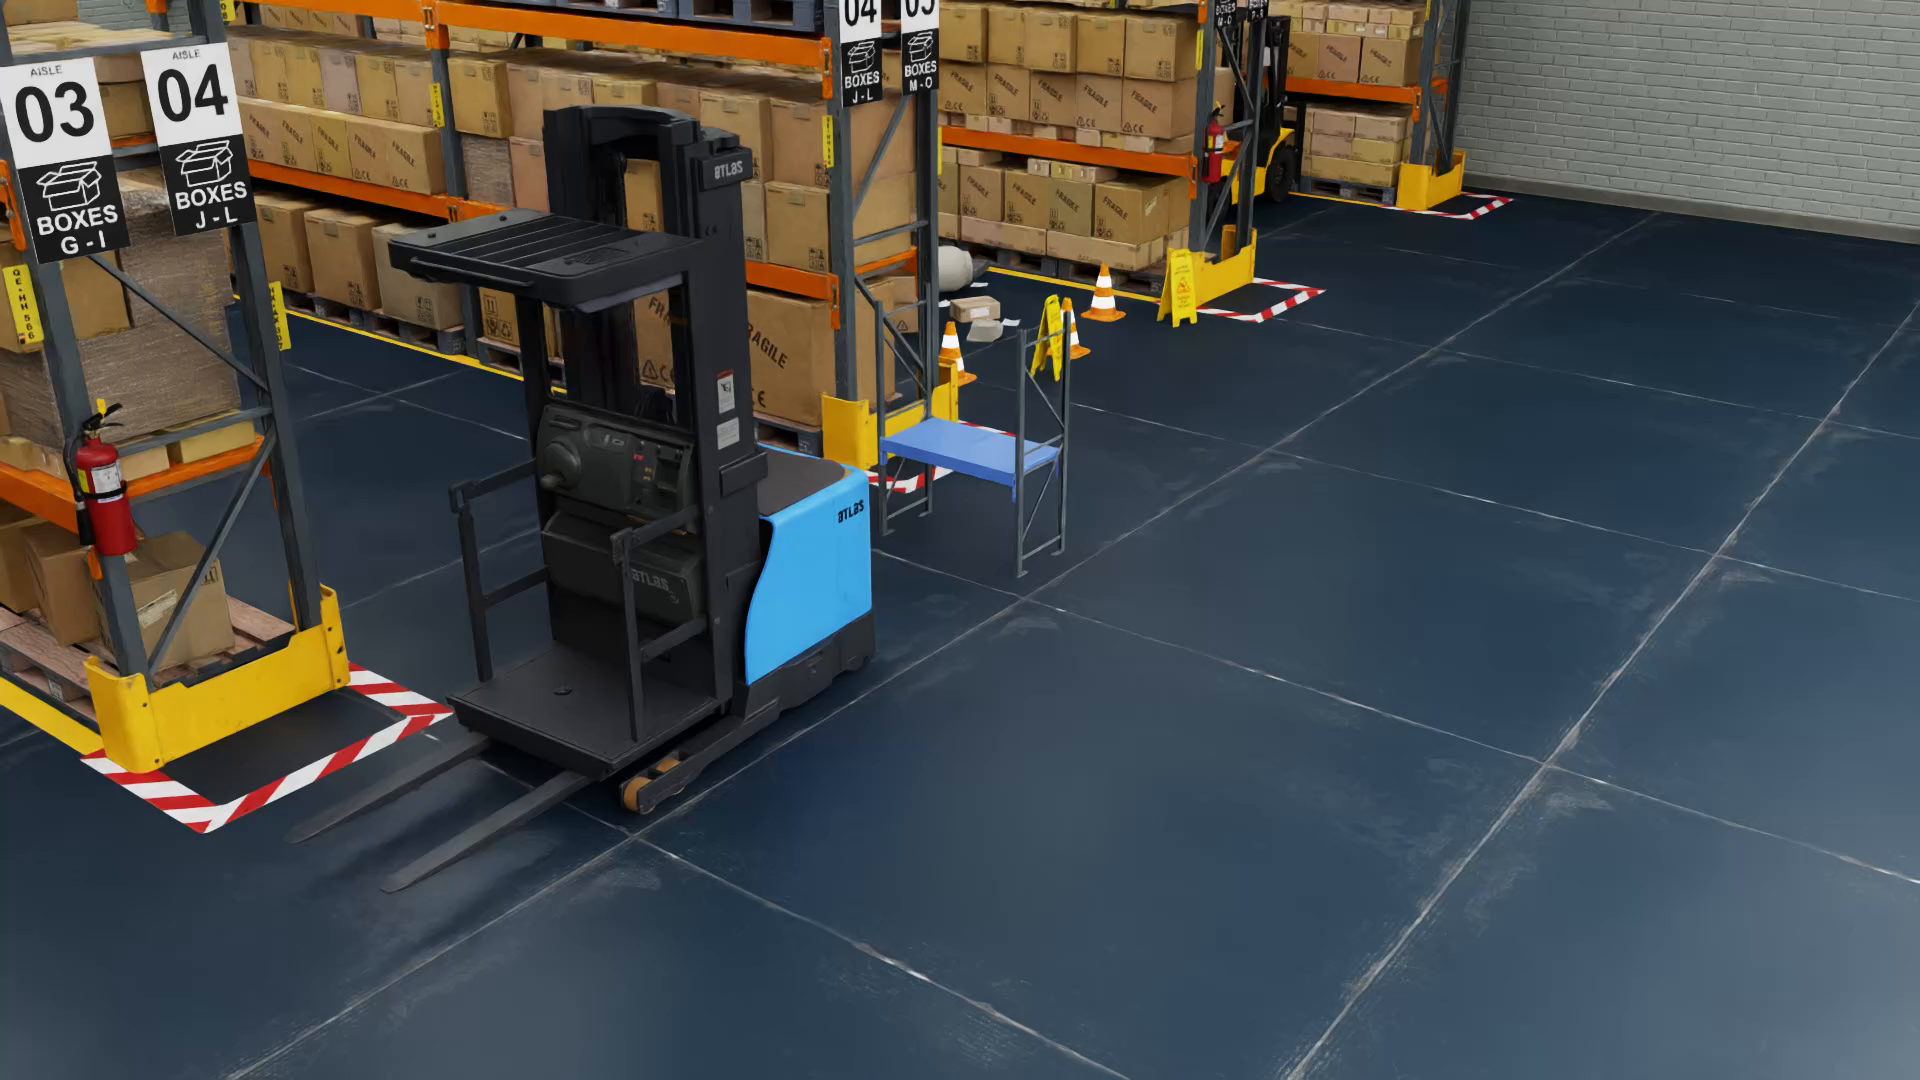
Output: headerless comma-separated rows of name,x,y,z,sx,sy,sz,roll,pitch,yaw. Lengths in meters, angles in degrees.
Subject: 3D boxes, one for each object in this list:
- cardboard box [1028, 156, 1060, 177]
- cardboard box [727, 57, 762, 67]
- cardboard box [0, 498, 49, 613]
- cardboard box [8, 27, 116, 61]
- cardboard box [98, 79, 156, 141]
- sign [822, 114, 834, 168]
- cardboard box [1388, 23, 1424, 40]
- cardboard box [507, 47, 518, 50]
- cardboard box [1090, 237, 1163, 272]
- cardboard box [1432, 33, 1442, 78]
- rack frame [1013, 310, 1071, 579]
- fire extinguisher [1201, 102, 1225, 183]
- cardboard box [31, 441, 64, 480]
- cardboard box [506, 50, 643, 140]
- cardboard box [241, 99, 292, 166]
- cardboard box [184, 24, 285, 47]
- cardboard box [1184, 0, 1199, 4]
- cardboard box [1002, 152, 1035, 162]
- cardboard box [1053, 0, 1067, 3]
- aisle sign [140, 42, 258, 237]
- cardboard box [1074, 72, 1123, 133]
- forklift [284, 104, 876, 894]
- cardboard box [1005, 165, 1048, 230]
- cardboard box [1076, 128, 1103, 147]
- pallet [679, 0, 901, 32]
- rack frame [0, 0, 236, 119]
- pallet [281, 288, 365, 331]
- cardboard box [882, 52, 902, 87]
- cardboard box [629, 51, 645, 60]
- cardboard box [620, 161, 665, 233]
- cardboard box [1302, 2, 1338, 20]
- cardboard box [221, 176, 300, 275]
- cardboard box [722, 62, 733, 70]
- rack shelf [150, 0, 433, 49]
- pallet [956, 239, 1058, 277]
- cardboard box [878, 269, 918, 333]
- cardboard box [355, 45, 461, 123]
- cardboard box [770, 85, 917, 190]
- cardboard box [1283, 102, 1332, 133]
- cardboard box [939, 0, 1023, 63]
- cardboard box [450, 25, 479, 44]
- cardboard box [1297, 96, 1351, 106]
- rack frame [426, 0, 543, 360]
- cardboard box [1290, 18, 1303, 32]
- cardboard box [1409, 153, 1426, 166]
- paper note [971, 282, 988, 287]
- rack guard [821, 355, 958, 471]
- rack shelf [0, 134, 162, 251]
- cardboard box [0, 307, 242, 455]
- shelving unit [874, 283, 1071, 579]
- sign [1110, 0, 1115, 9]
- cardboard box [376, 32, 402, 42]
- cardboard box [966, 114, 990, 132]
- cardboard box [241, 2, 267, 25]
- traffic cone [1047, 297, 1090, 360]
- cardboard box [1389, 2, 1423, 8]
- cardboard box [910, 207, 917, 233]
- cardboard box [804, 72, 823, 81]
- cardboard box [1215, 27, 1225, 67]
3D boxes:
cardboard box,0.851,-3.555,15.752,0.250,0.149,0.380,18,30,35
cardboard box,-2.123,-5.303,17.552,0.500,0.500,0.500,18,29,35
cardboard box,-5.030,0.024,9.055,0.500,0.500,0.500,20,31,38
cardboard box,-4.059,-2.224,7.548,0.250,0.149,0.380,16,29,32
cardboard box,-3.782,-1.985,7.500,0.500,0.250,0.500,18,29,35
sign,-0.833,-2.523,10.526,0.005,0.325,0.100,17,29,33
cardboard box,4.920,-5.616,18.348,0.250,0.149,0.380,17,29,34
cardboard box,-4.988,-5.701,19.655,0.500,0.250,0.500,17,29,34
cardboard box,1.564,-2.726,15.607,0.500,0.250,0.500,17,29,33
cardboard box,5.136,-5.536,18.969,0.500,0.500,0.500,18,29,35
rack frame,0.475,-0.543,9.622,0.032,1.500,0.500,17,29,33
fire extinguisher,2.207,-3.466,14.493,0.183,0.674,0.296,17,29,33
cardboard box,-4.103,-0.429,7.814,0.250,0.149,0.380,17,29,33
cardboard box,-2.912,-3.391,12.700,0.550,0.550,0.875,17,29,33
cardboard box,-5.888,-3.597,14.570,0.500,0.500,0.500,17,29,33
cardboard box,-6.544,-4.383,15.112,0.500,0.500,0.700,17,29,33
cardboard box,2.860,-6.365,19.679,0.250,0.149,0.380,18,29,34
cardboard box,0.643,-3.620,16.706,0.500,0.500,0.500,19,30,36
cardboard box,1.377,-6.734,20.885,0.250,0.149,0.380,17,29,33
aisle sign,-3.322,-1.752,7.282,0.004,0.787,0.394,17,29,33
cardboard box,1.394,-4.025,15.172,0.500,0.500,0.500,17,29,33
forklift,-1.683,-0.330,7.363,1.130,2.935,3.031,15,28,31
cardboard box,0.775,-3.314,16.011,0.500,0.500,0.500,16,28,32
cardboard box,1.279,-3.731,15.310,0.250,0.149,0.380,17,29,34
pallet,-1.096,-3.565,11.010,1.213,0.211,1.003,17,29,33
rack frame,-3.552,-3.226,6.411,0.127,3.000,1.000,17,29,33
pallet,-5.340,-2.205,14.992,1.213,0.211,1.003,17,29,33
cardboard box,-0.624,-4.631,16.547,0.500,0.500,0.500,17,29,33
cardboard box,-3.464,-5.391,18.556,0.250,0.149,0.380,15,28,30
cardboard box,-2.095,-2.617,12.283,0.500,0.550,0.875,17,29,33
cardboard box,4.082,-5.993,18.835,0.250,0.149,0.380,18,29,35
cardboard box,-6.464,-2.977,15.557,0.750,0.750,1.050,16,29,33
cardboard box,-2.343,-5.106,17.909,0.250,0.149,0.380,16,28,32
rack shelf,-5.297,-4.551,14.030,4.000,0.370,1.077,17,29,33
pallet,0.730,-2.923,16.623,1.213,0.211,1.003,17,29,33
cardboard box,-0.532,-2.144,14.491,0.637,0.503,0.797,-1,24,-3
cardboard box,-4.510,-3.769,13.720,0.500,0.500,0.700,16,29,32
cardboard box,-0.770,-2.722,11.181,0.550,0.550,0.875,17,29,33
cardboard box,3.988,-4.923,19.352,0.500,0.250,0.500,17,29,34
cardboard box,0.194,-4.848,15.799,0.500,0.500,0.700,16,28,32
cardboard box,-5.800,-6.173,20.107,0.500,0.250,0.500,16,28,32
cardboard box,4.299,-5.093,19.739,0.500,0.250,0.500,17,29,33
rack frame,-3.697,-3.024,13.393,0.127,3.000,1.000,17,29,33
cardboard box,3.879,-5.919,19.034,0.250,0.149,0.380,17,29,34
cardboard box,5.090,-4.396,19.397,0.500,0.250,0.500,17,29,34
paper note,0.183,-2.415,15.694,0.148,0.019,0.142,7,25,15
rack guard,-0.477,-0.907,11.688,0.348,0.500,1.175,17,29,33
rack shelf,-5.152,-2.008,8.259,4.000,0.370,1.077,17,29,33
cardboard box,-3.975,-0.804,7.863,0.500,0.500,0.875,17,29,33
shelving unit,0.068,-0.666,9.901,1.048,1.500,0.538,17,29,33
sign,1.847,-6.564,20.089,0.005,0.325,0.100,17,29,33
cardboard box,-7.017,-6.320,21.059,0.500,0.250,0.500,16,28,32
cardboard box,0.269,-4.038,16.007,0.250,0.149,0.380,17,29,34
cardboard box,-9.382,-7.142,22.615,0.500,0.500,0.500,17,29,33
traffic cone,0.880,-1.765,13.681,0.334,0.463,0.336,17,29,33
cardboard box,5.050,-5.994,18.836,0.250,0.149,0.380,18,29,35
cardboard box,-0.499,-3.349,17.021,0.500,0.250,0.500,15,28,31
cardboard box,-1.386,-4.758,17.119,0.250,0.149,0.380,17,29,34
cardboard box,3.196,-5.859,19.704,0.500,0.500,0.500,16,29,33
